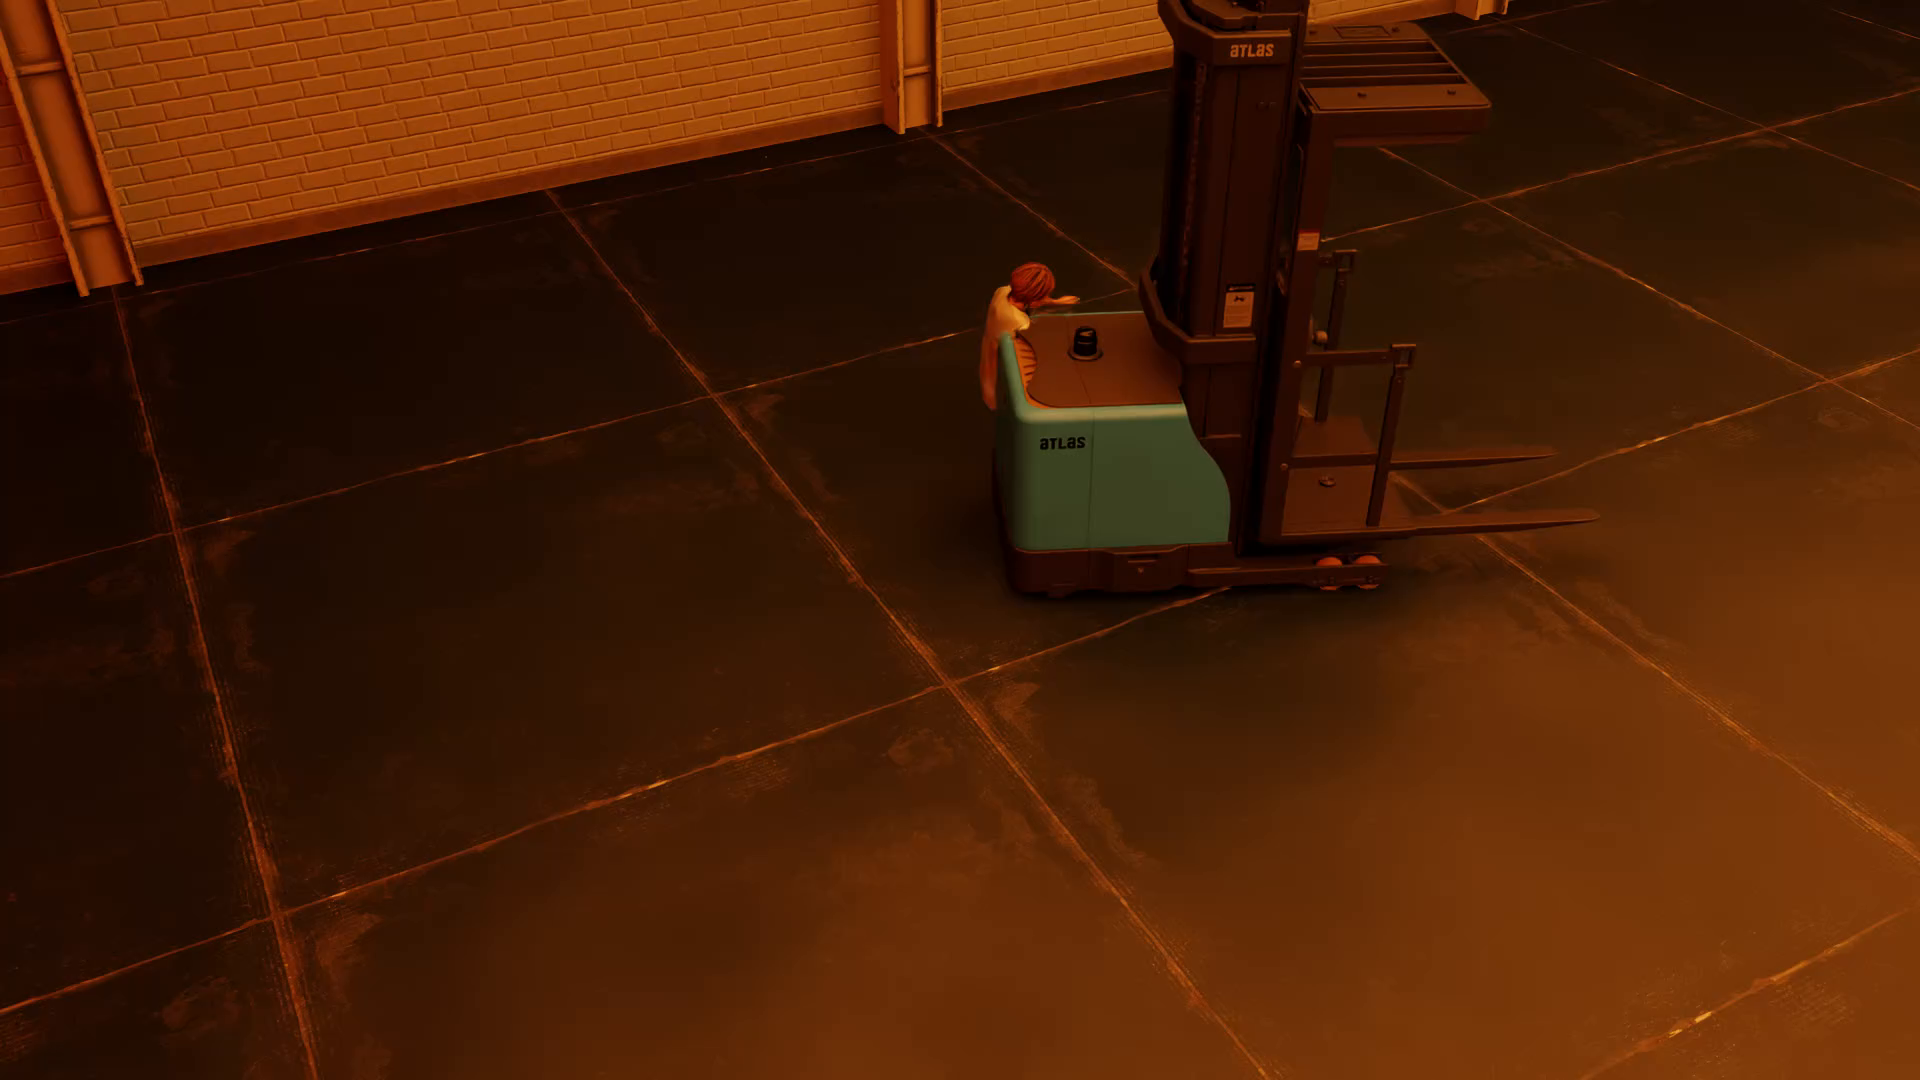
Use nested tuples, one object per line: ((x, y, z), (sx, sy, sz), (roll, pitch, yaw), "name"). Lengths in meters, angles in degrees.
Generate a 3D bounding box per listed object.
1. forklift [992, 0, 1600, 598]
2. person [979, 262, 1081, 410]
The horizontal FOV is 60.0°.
((1.715, -1.248, 7.888), (3.031, 2.935, 1.130), (-3, 35, -4), "forklift")
((0.454, -0.836, 8.640), (0.689, 1.364, 0.846), (-4, 35, -6), "person")
